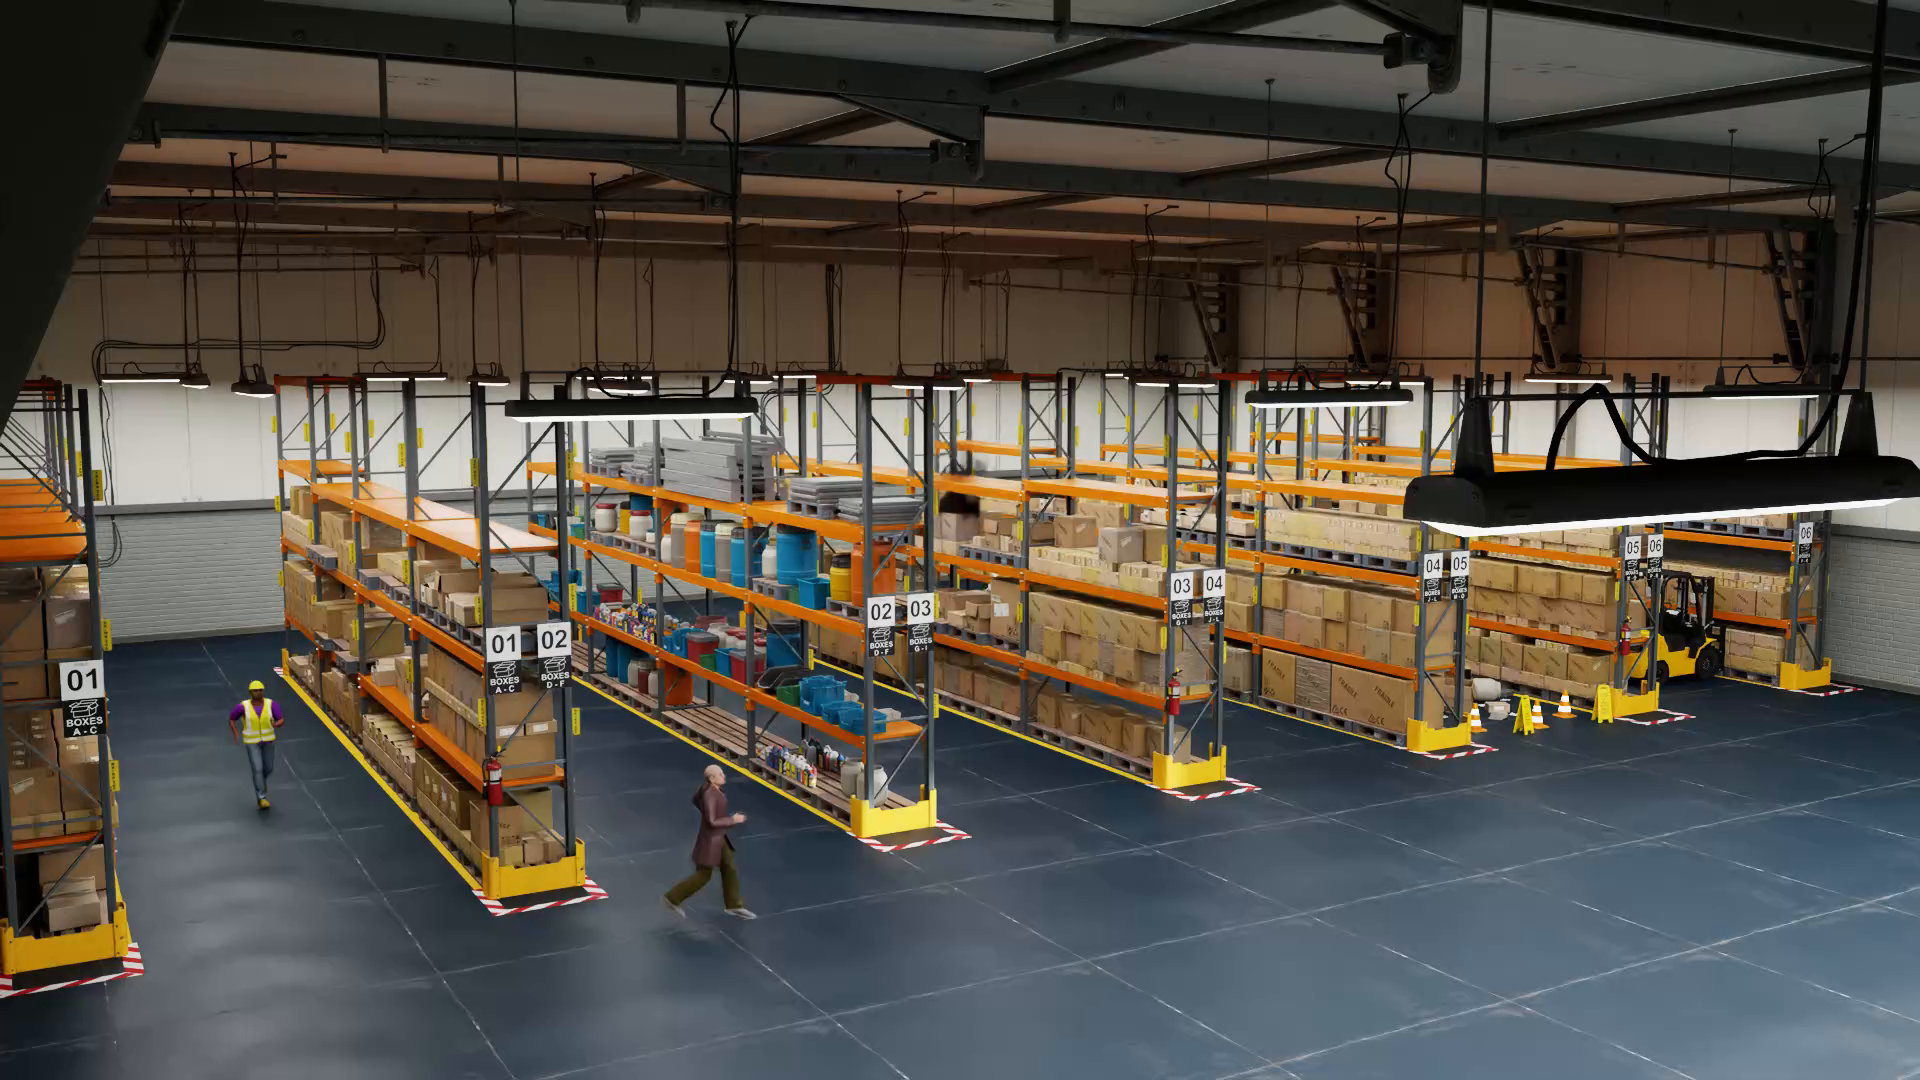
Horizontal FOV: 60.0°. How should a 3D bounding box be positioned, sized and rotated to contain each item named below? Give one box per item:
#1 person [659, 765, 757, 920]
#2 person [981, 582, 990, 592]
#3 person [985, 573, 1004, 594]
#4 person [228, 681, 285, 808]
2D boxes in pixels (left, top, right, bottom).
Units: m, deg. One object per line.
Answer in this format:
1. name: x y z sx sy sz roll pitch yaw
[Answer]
1. person: -2.833 3.405 18.664 1.061 1.801 0.720 0 6 -3
2. person: 0.747 0.886 41.976 0.701 1.716 0.705 3 7 28
3. person: 0.833 1.539 35.837 0.669 1.748 0.895 -3 7 -28
4. person: -9.958 2.863 23.622 0.710 1.747 0.968 -4 8 -36
